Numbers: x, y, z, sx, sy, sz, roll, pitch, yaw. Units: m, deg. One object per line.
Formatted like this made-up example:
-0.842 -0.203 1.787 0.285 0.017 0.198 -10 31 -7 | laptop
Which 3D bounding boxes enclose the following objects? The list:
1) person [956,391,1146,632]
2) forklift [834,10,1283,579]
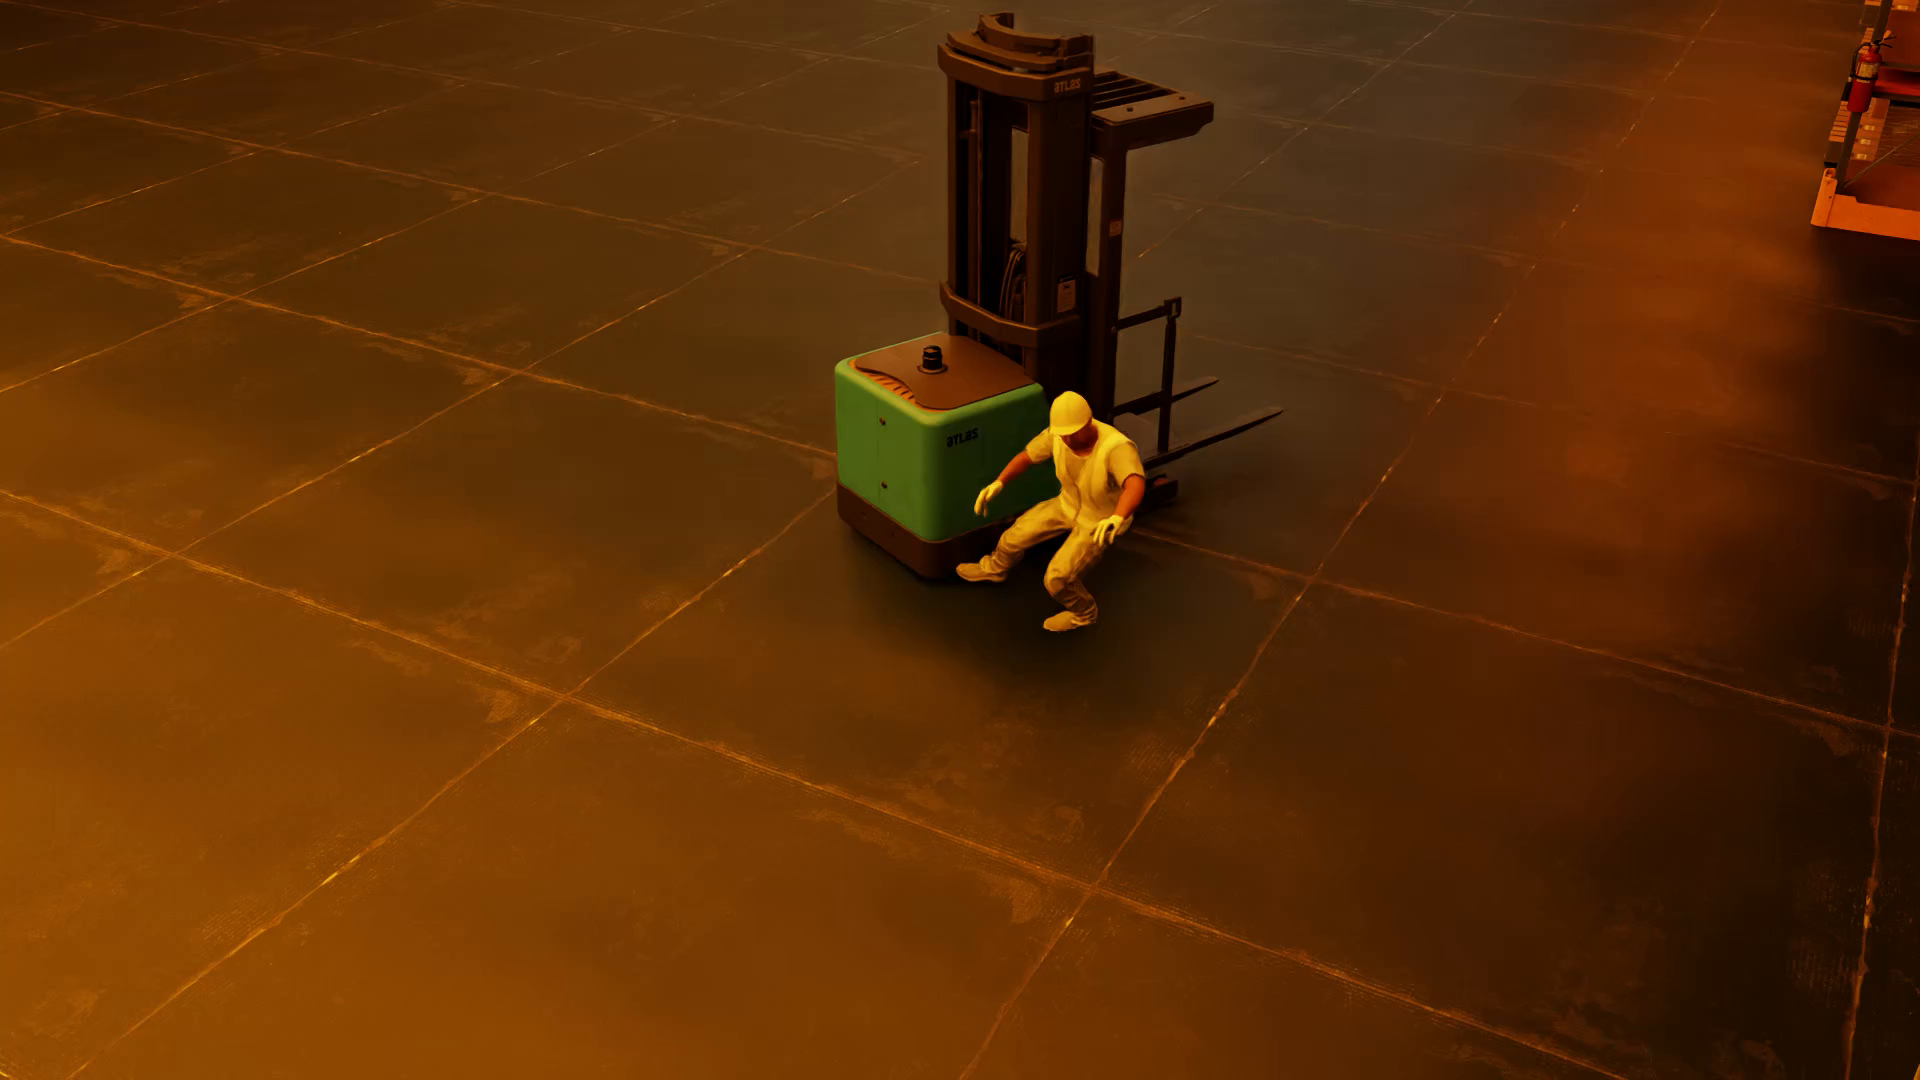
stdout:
0.464 -0.121 8.723 1.463 1.525 0.872 26 39 38 | person
0.740 -1.625 9.886 3.031 2.935 1.130 -20 36 -31 | forklift
